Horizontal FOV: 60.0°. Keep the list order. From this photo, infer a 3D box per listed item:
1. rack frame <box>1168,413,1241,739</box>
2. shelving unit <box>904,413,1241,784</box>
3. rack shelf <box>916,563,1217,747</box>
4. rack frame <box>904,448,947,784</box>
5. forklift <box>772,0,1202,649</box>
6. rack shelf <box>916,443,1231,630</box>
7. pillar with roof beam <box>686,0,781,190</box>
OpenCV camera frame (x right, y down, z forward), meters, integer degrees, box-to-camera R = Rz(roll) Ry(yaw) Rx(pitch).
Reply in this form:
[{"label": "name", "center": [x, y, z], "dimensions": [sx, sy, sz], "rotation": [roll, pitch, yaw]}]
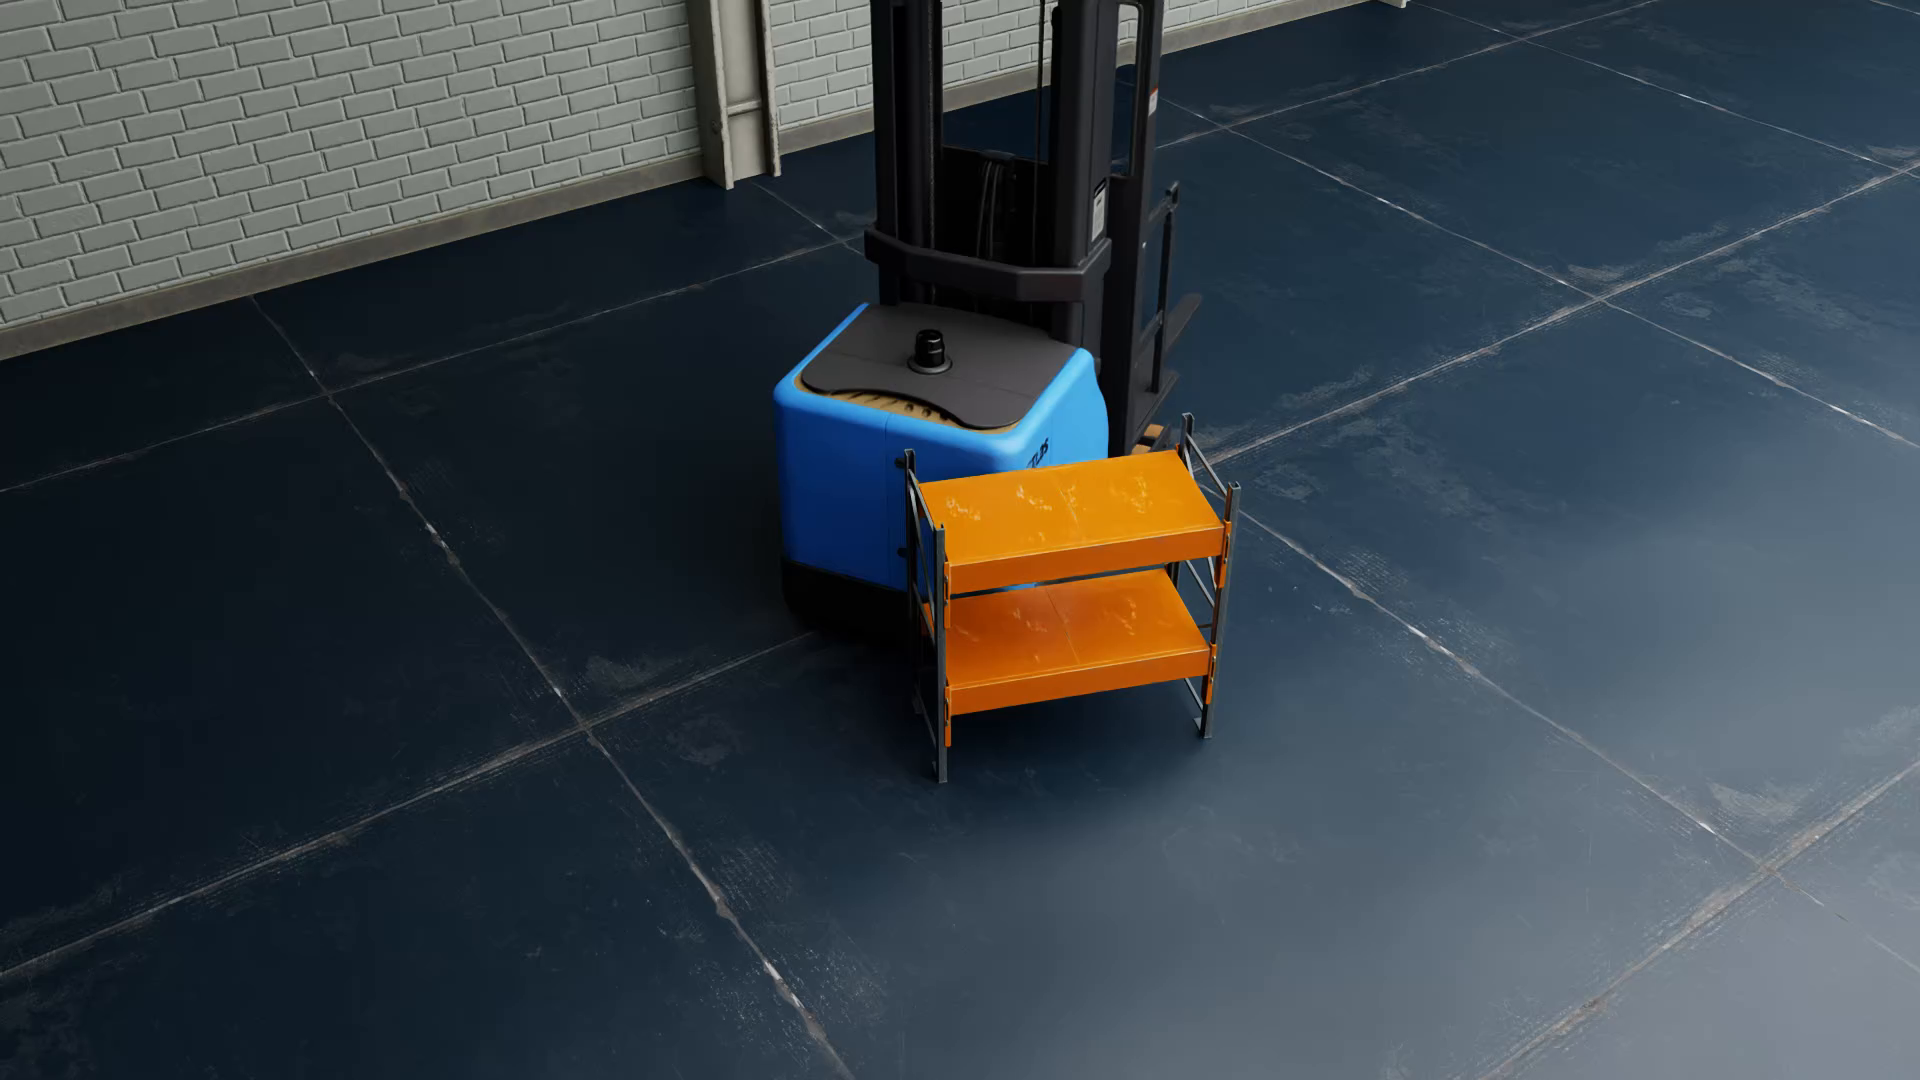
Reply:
[{"label": "rack frame", "center": [0.868, 0.144, 6.087], "dimensions": [0.032, 1.125, 0.500], "rotation": [-8, 36, -11]}, {"label": "shelving unit", "center": [0.374, 0.213, 5.990], "dimensions": [1.048, 1.125, 0.538], "rotation": [-8, 36, -11]}, {"label": "rack shelf", "center": [0.374, 0.412, 6.133], "dimensions": [1.000, 0.278, 0.538], "rotation": [-8, 36, -11]}, {"label": "rack frame", "center": [-0.121, 0.283, 5.894], "dimensions": [0.032, 1.125, 0.500], "rotation": [-8, 36, -11]}, {"label": "forklift", "center": [0.338, -1.555, 6.901], "dimensions": [1.130, 2.935, 3.031], "rotation": [14, 38, 19]}, {"label": "rack shelf", "center": [0.374, -0.025, 5.819], "dimensions": [1.000, 0.278, 0.538], "rotation": [-8, 36, -11]}, {"label": "pillar with roof beam", "center": [1.111, -3.898, 4.963], "dimensions": [0.400, 9.000, 9.100], "rotation": [-22, 41, -28]}]
